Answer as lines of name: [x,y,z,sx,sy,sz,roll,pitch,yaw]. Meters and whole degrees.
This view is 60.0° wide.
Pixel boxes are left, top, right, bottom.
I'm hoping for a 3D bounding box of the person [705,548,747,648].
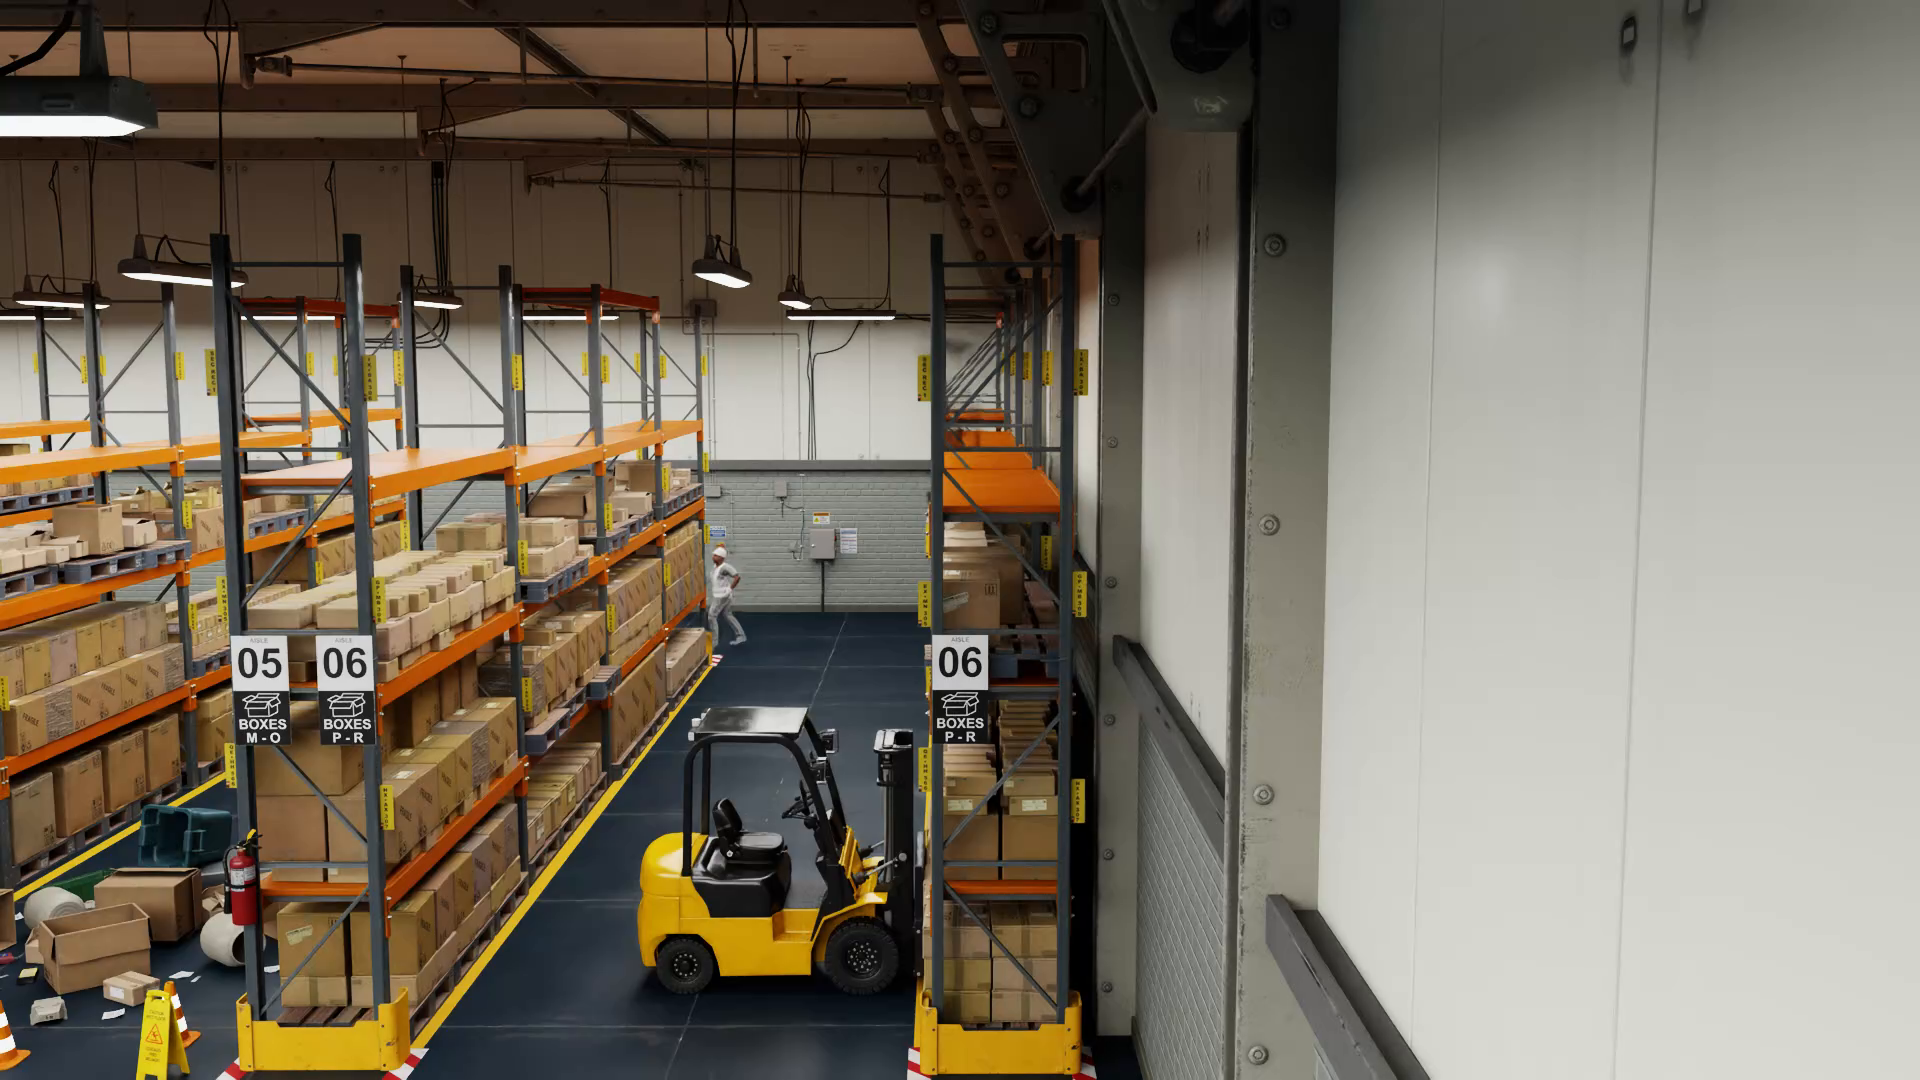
person: [-4.182,1.046,29.373,0.784,1.847,0.646,-1,6,-12]
